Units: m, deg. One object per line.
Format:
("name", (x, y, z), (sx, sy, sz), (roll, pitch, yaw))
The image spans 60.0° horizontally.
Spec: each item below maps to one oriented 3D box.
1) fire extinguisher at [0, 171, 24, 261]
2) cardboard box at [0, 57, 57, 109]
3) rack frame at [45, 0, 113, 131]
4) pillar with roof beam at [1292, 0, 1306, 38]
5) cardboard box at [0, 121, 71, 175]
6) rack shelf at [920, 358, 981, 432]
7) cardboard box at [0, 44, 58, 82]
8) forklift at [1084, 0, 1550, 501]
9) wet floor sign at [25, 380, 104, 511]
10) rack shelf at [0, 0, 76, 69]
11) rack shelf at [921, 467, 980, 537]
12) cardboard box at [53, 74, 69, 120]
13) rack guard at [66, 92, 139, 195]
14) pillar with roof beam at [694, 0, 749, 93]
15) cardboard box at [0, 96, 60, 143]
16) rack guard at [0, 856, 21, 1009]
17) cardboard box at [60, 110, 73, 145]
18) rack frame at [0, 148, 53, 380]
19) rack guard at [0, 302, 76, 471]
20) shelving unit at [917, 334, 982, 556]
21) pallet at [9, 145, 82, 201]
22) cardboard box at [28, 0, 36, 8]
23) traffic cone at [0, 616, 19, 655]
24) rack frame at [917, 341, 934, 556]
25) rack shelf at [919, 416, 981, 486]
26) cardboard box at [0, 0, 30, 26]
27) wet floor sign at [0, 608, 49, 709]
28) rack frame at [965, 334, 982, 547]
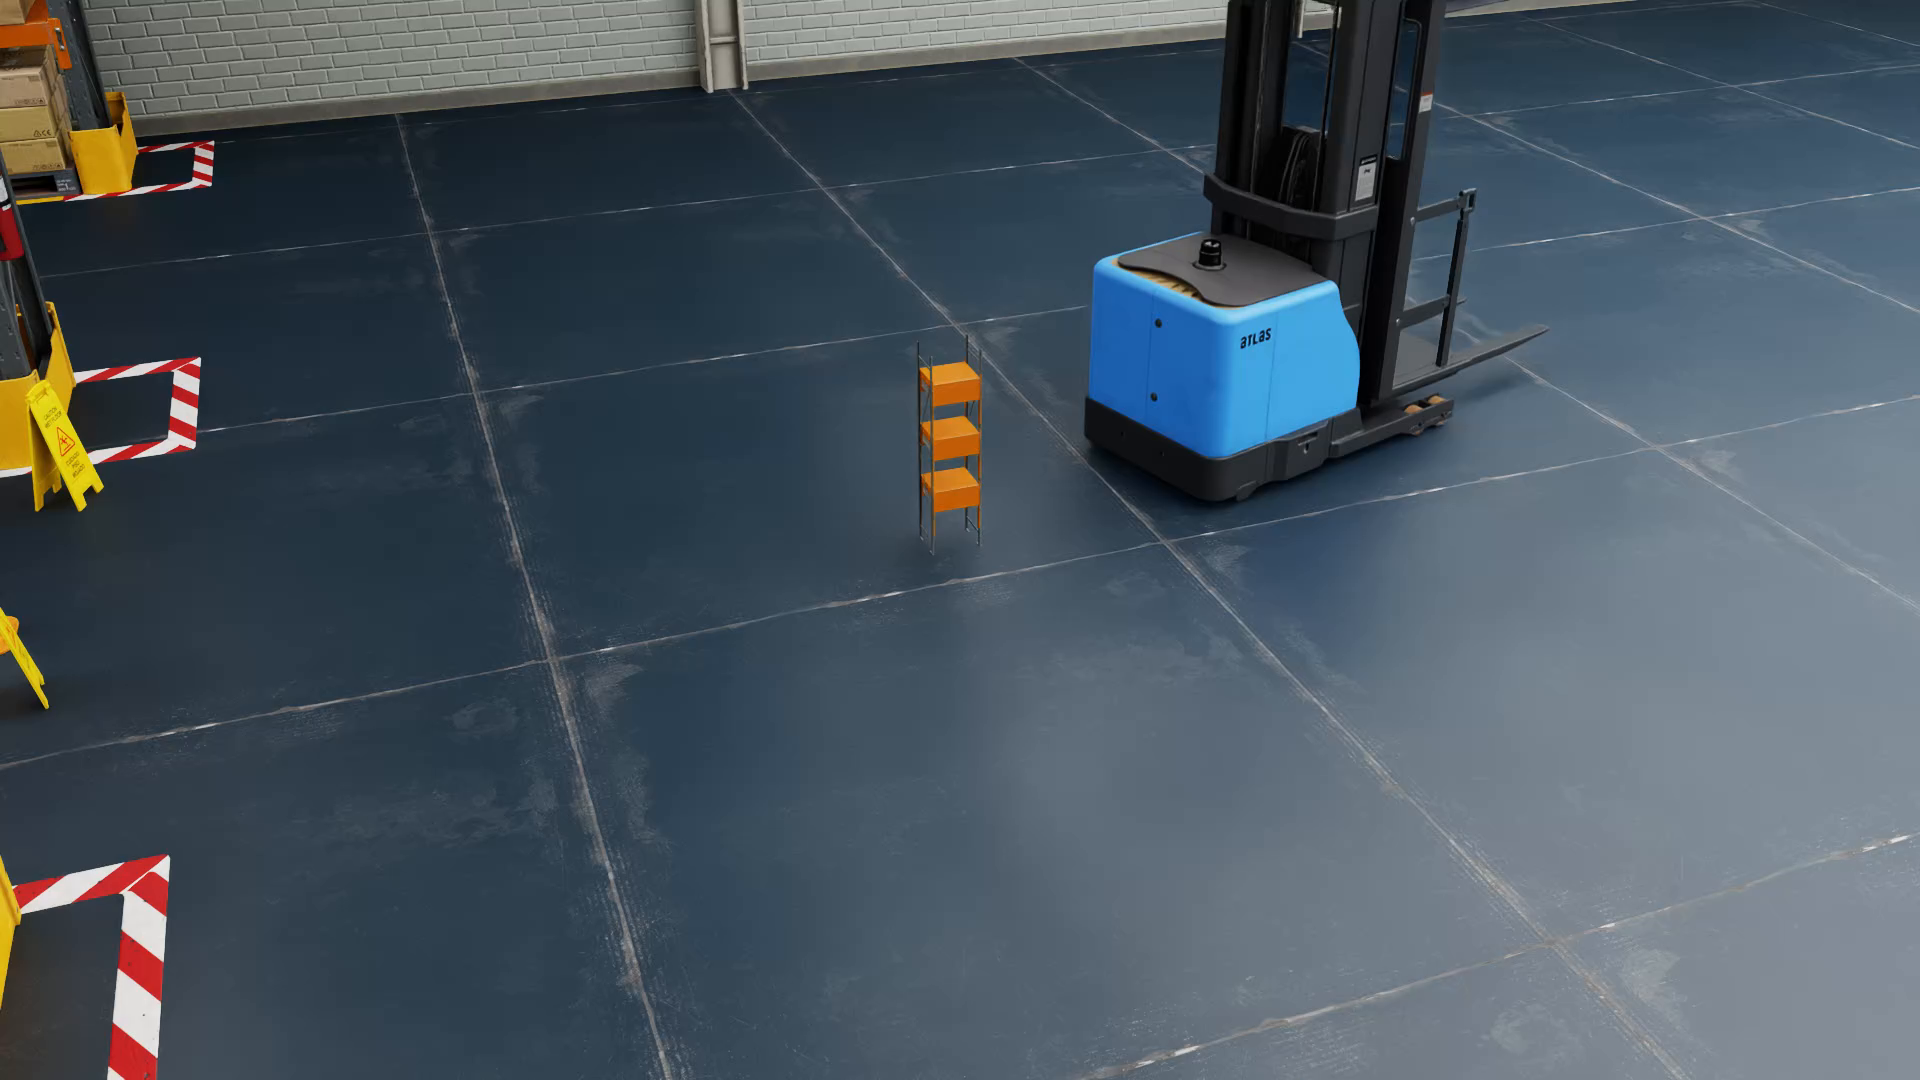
("fire extinguisher", (-4.896, -1.750, 8.370), (0.183, 0.674, 0.296), (-10, 31, -18))
("cardboard box", (-7.221, -3.478, 12.668), (0.500, 0.250, 0.500), (-9, 31, -16))
("rack frame", (-6.898, -4.280, 12.732), (0.127, 3.000, 1.000), (-10, 31, -18))
("pillar with roof beam", (4.883, -7.259, 11.900), (0.400, 9.000, 9.100), (-10, 31, -18))
("cardboard box", (-7.229, -3.040, 12.909), (0.500, 0.250, 0.500), (-10, 31, -17))
("rack shelf", (-0.050, -0.684, 7.839), (0.240, 0.259, 0.215), (-10, 31, -18))
("cardboard box", (-7.415, -3.707, 13.070), (0.500, 0.250, 0.500), (-11, 31, -18))
("forklift", (2.160, -2.045, 8.879), (3.031, 2.935, 1.130), (-21, 36, -32))
("wet floor sign", (-4.613, -0.491, 8.460), (0.232, 0.644, 0.267), (0, 30, 0))
("rack shelf", (-8.773, -3.622, 12.304), (4.000, 0.370, 1.077), (-10, 31, -18))
("rack shelf", (-0.050, -0.196, 8.117), (0.240, 0.259, 0.215), (-10, 31, -18))
("cardboard box", (-7.411, -3.500, 13.212), (0.500, 0.250, 0.500), (-10, 31, -17))
("rack guard", (-6.876, -3.198, 13.358), (0.348, 0.500, 1.175), (-10, 31, -18))
("pillar with roof beam", (-0.741, -6.223, 10.082), (0.400, 9.000, 9.100), (-10, 31, -18))
("cardboard box", (-7.245, -3.256, 12.783), (0.500, 0.250, 0.500), (-11, 31, -18))
("rack guard", (-3.321, 1.383, 5.317), (0.348, 0.500, 1.175), (-10, 31, -18))
("cardboard box", (-7.427, -3.274, 13.319), (0.500, 0.250, 0.500), (-10, 31, -17))
("rack frame", (-5.164, -1.978, 8.691), (0.127, 3.000, 1.000), (-10, 31, -18))
("rack guard", (-5.235, -0.878, 9.287), (0.348, 0.500, 1.175), (-10, 31, -18))
("shelving unit", (-0.050, -0.447, 7.974), (0.252, 1.050, 0.215), (-10, 31, -18))
("pallet", (-7.600, -2.917, 13.157), (1.213, 0.211, 1.003), (-10, 31, -18))
("cardboard box", (-7.459, -4.367, 12.783), (0.500, 0.500, 0.500), (-9, 31, -16))
("traffic cone", (-4.411, 0.254, 7.337), (0.334, 0.463, 0.336), (-10, 31, -18))
("rack frame", (-0.164, -0.426, 7.937), (0.008, 1.050, 0.200), (-10, 31, -18))
("rack shelf", (-0.050, -0.438, 7.979), (0.240, 0.259, 0.215), (-10, 31, -18))
("cardboard box", (-7.268, -4.117, 12.344), (0.500, 0.500, 0.500), (-11, 32, -19))
("wet floor sign", (-4.007, 0.401, 6.895), (0.232, 0.644, 0.267), (-16, 33, -26))
("rack frame", (0.064, -0.468, 8.011), (0.008, 1.050, 0.200), (-10, 31, -18))
